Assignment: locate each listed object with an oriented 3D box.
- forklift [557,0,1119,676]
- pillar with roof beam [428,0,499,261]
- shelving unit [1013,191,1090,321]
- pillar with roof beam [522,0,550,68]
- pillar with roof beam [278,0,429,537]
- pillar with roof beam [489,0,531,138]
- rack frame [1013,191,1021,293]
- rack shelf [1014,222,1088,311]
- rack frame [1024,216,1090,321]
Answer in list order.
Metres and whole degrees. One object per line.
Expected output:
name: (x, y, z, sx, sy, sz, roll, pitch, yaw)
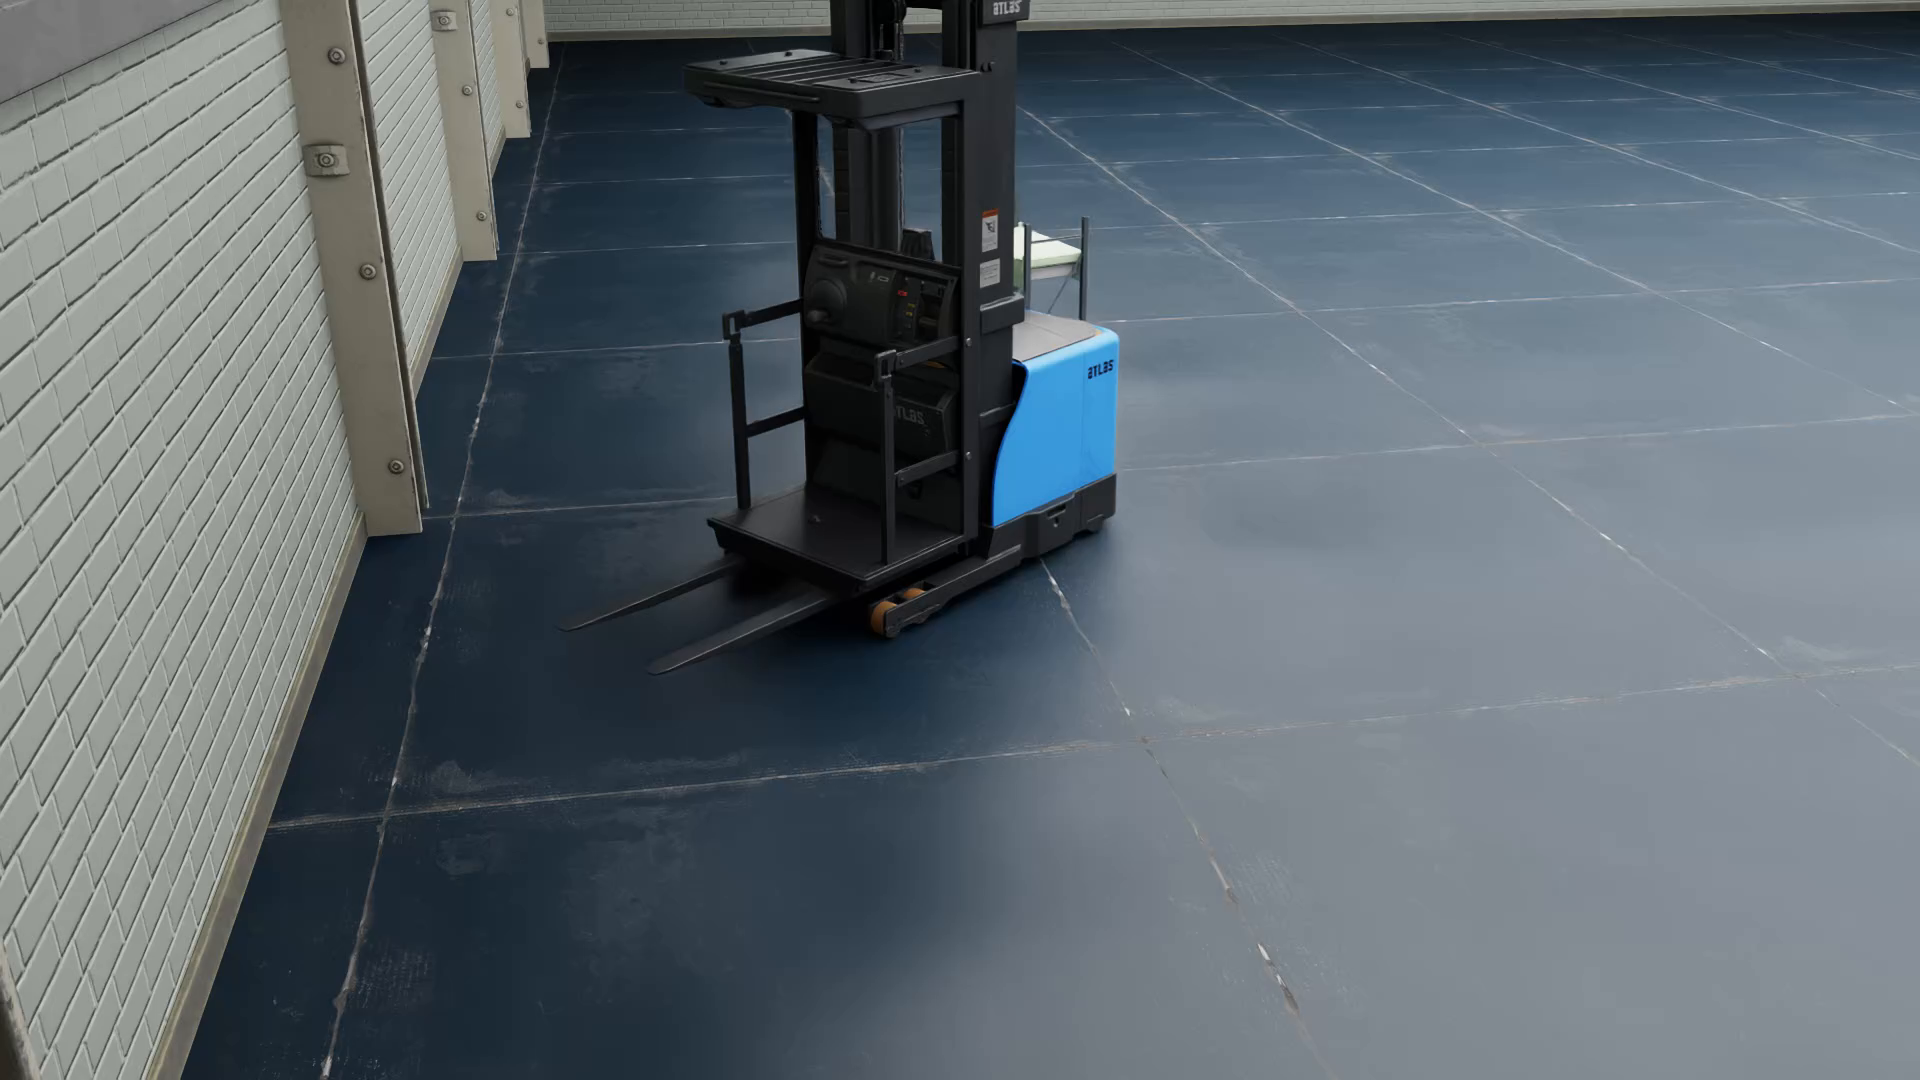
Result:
forklift: (-0.520, -1.120, 7.653, 1.130, 2.935, 3.031, 20, 30, 37)
pillar with roof beam: (0.070, -6.908, 13.324, 9.100, 9.000, 0.400, -4, 24, -10)
shelving unit: (0.346, -1.161, 9.533, 0.431, 1.500, 0.755, -12, 26, -26)
pillar with roof beam: (-2.149, -11.628, 24.131, 9.100, 9.000, 0.400, -4, 24, -10)
pillar with roof beam: (1.179, -4.548, 7.920, 9.100, 9.000, 0.400, -4, 24, -10)
pillar with roof beam: (-1.040, -9.268, 18.727, 9.100, 9.000, 0.400, -4, 24, -10)
rack frame: (0.169, -1.289, 9.827, 0.400, 1.500, 0.023, -12, 26, -26)
rack shelf: (0.346, -1.518, 9.377, 0.431, 0.370, 0.720, -12, 26, -26)
rack frame: (0.522, -1.032, 9.239, 0.400, 1.500, 0.023, -12, 26, -26)
